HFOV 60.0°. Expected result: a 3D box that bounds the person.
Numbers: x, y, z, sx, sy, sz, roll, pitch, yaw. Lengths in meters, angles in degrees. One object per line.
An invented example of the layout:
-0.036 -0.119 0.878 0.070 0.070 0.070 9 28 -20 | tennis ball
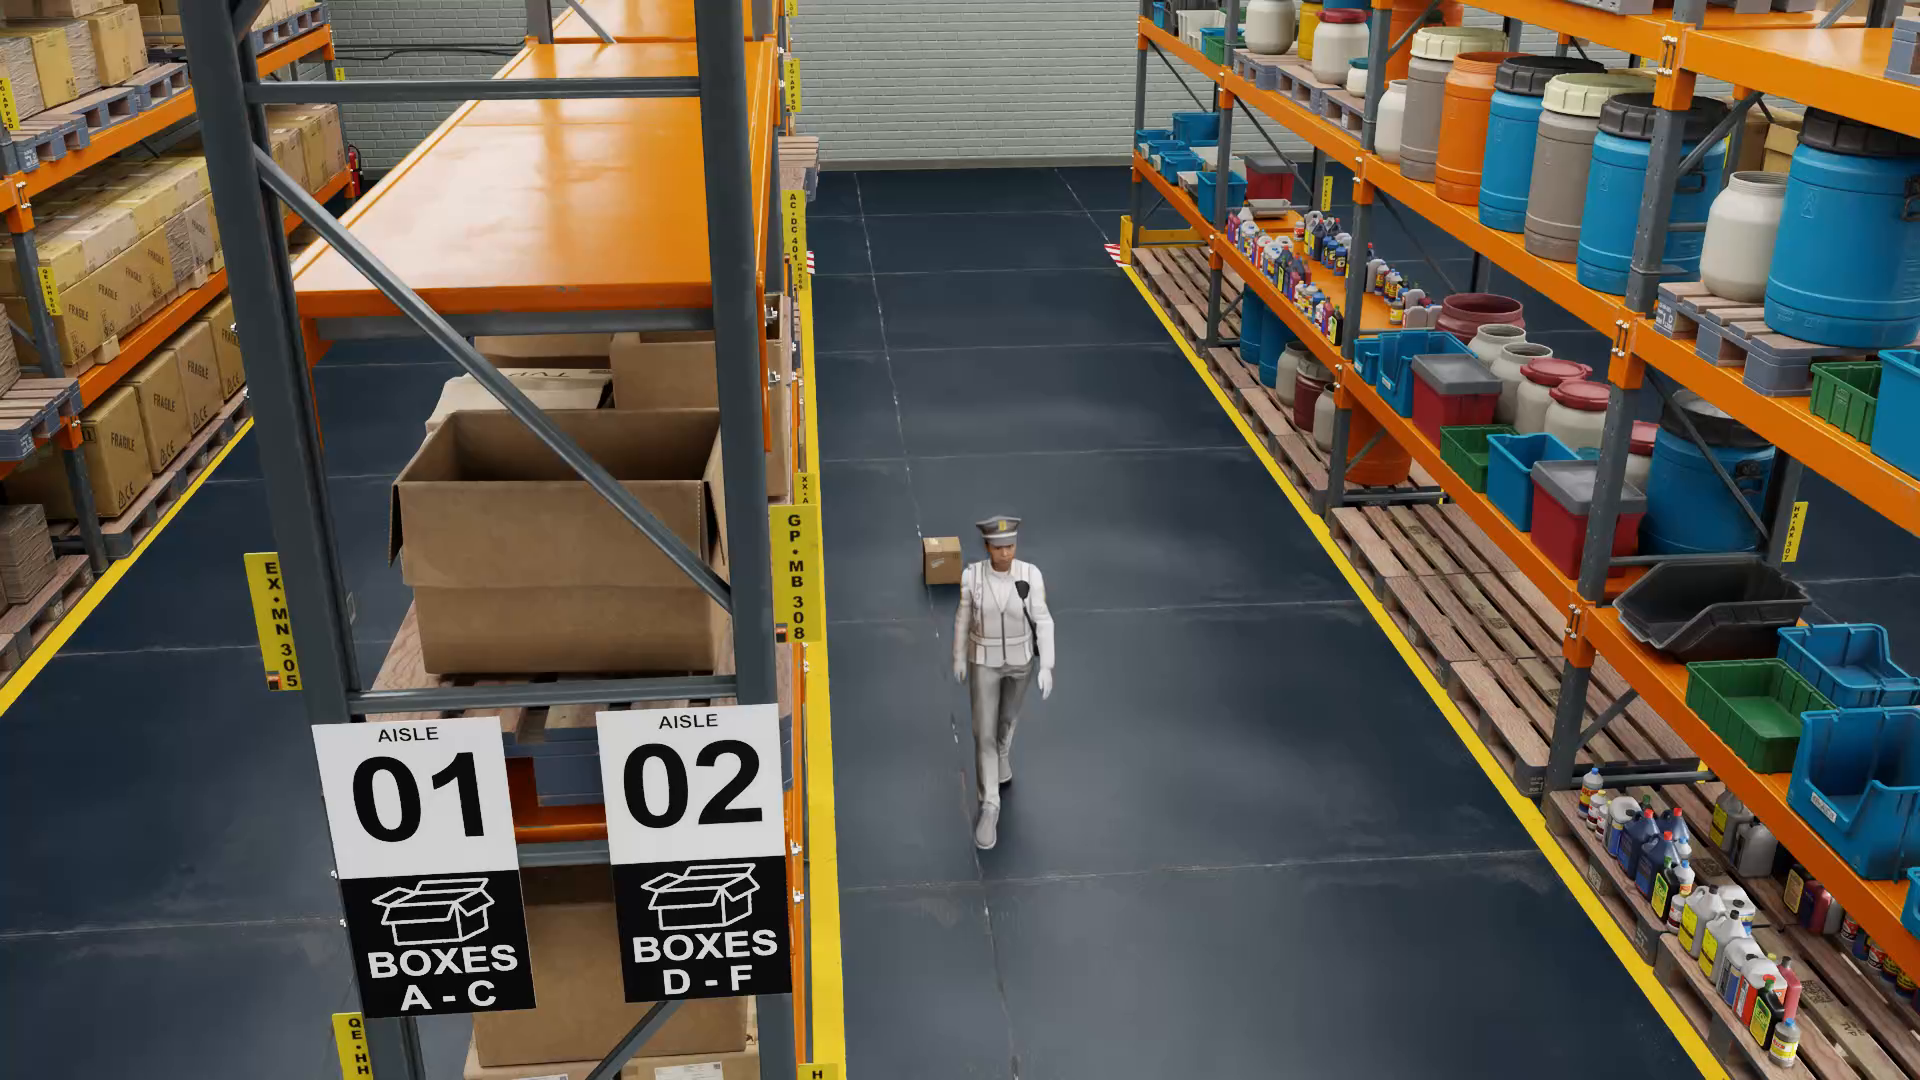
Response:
0.239 0.674 8.732 0.520 1.672 0.865 -2 24 -5 | person
